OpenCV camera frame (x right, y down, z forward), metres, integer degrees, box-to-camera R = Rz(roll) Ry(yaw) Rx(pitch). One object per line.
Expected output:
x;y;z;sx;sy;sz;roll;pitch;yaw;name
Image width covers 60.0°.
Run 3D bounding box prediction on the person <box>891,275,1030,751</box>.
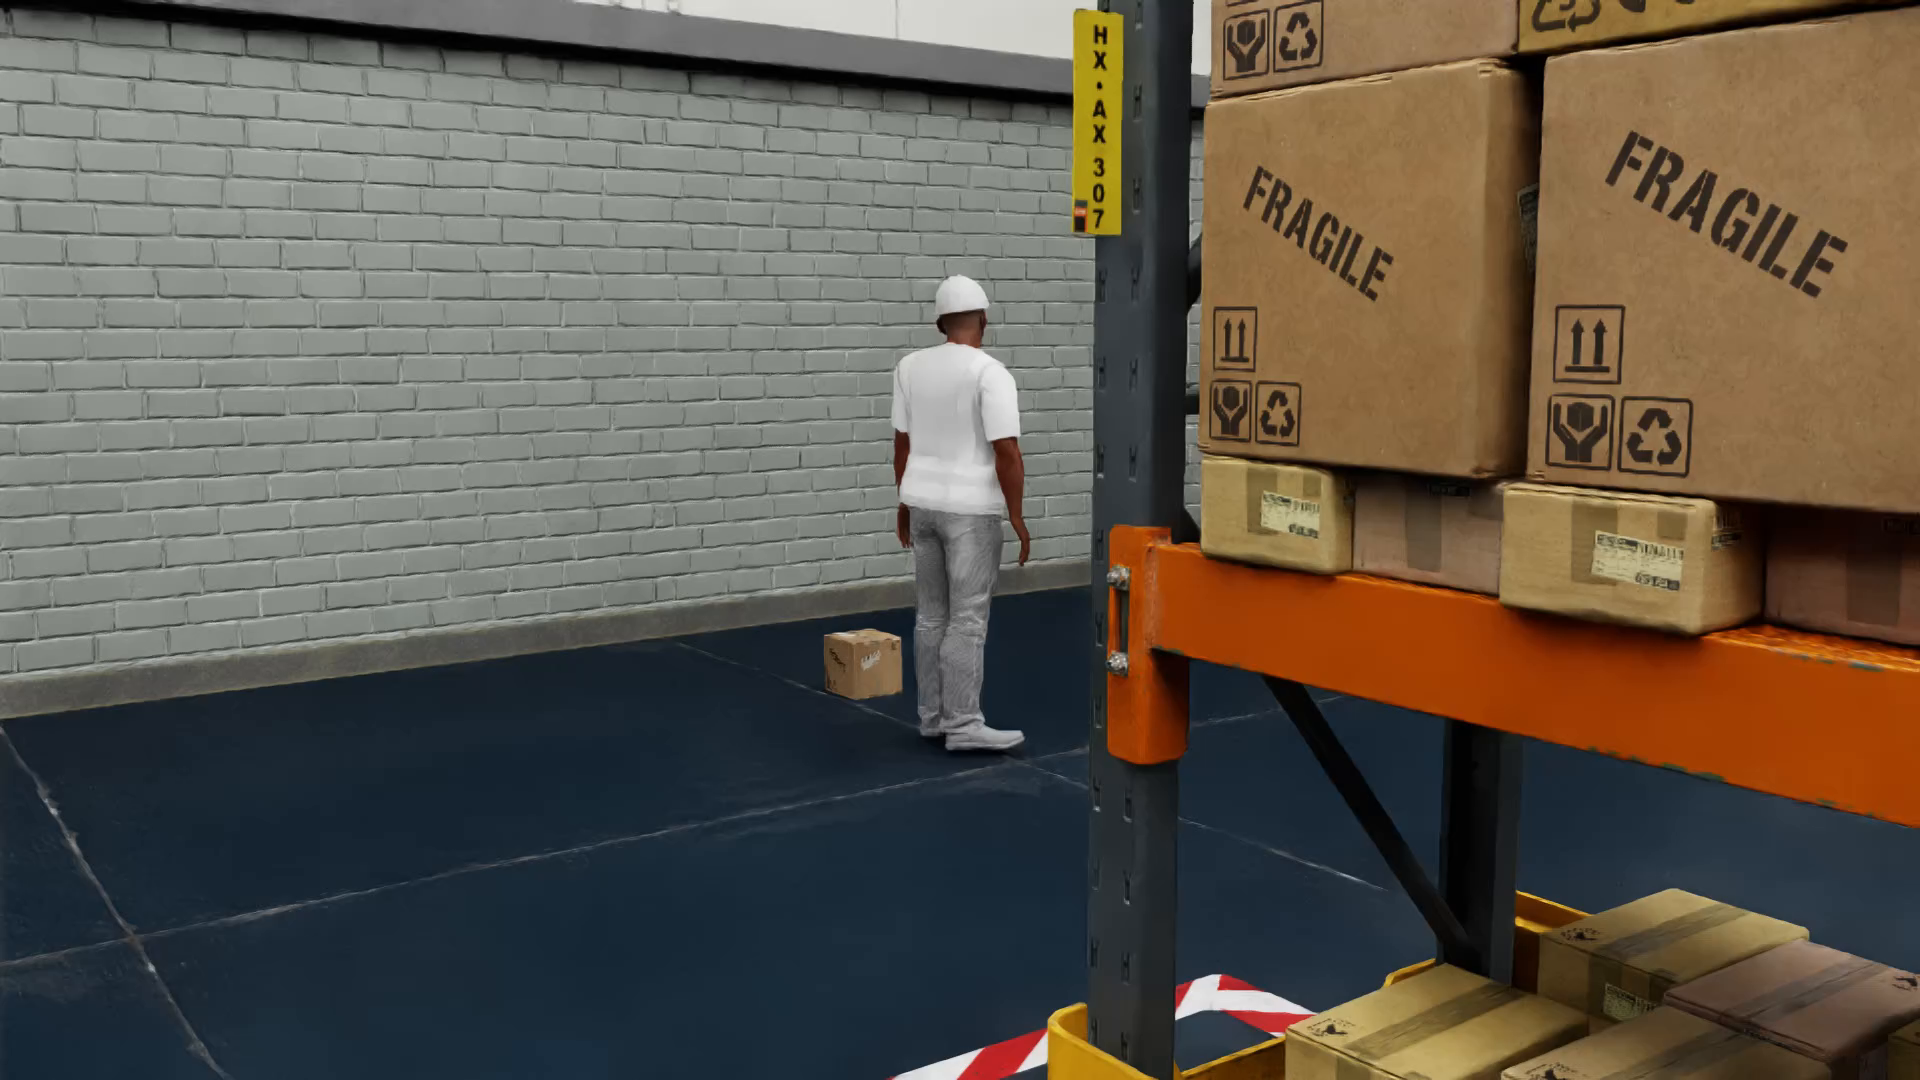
0.011;-0.107;6.317;0.624;1.772;0.413;7;10;41;person
